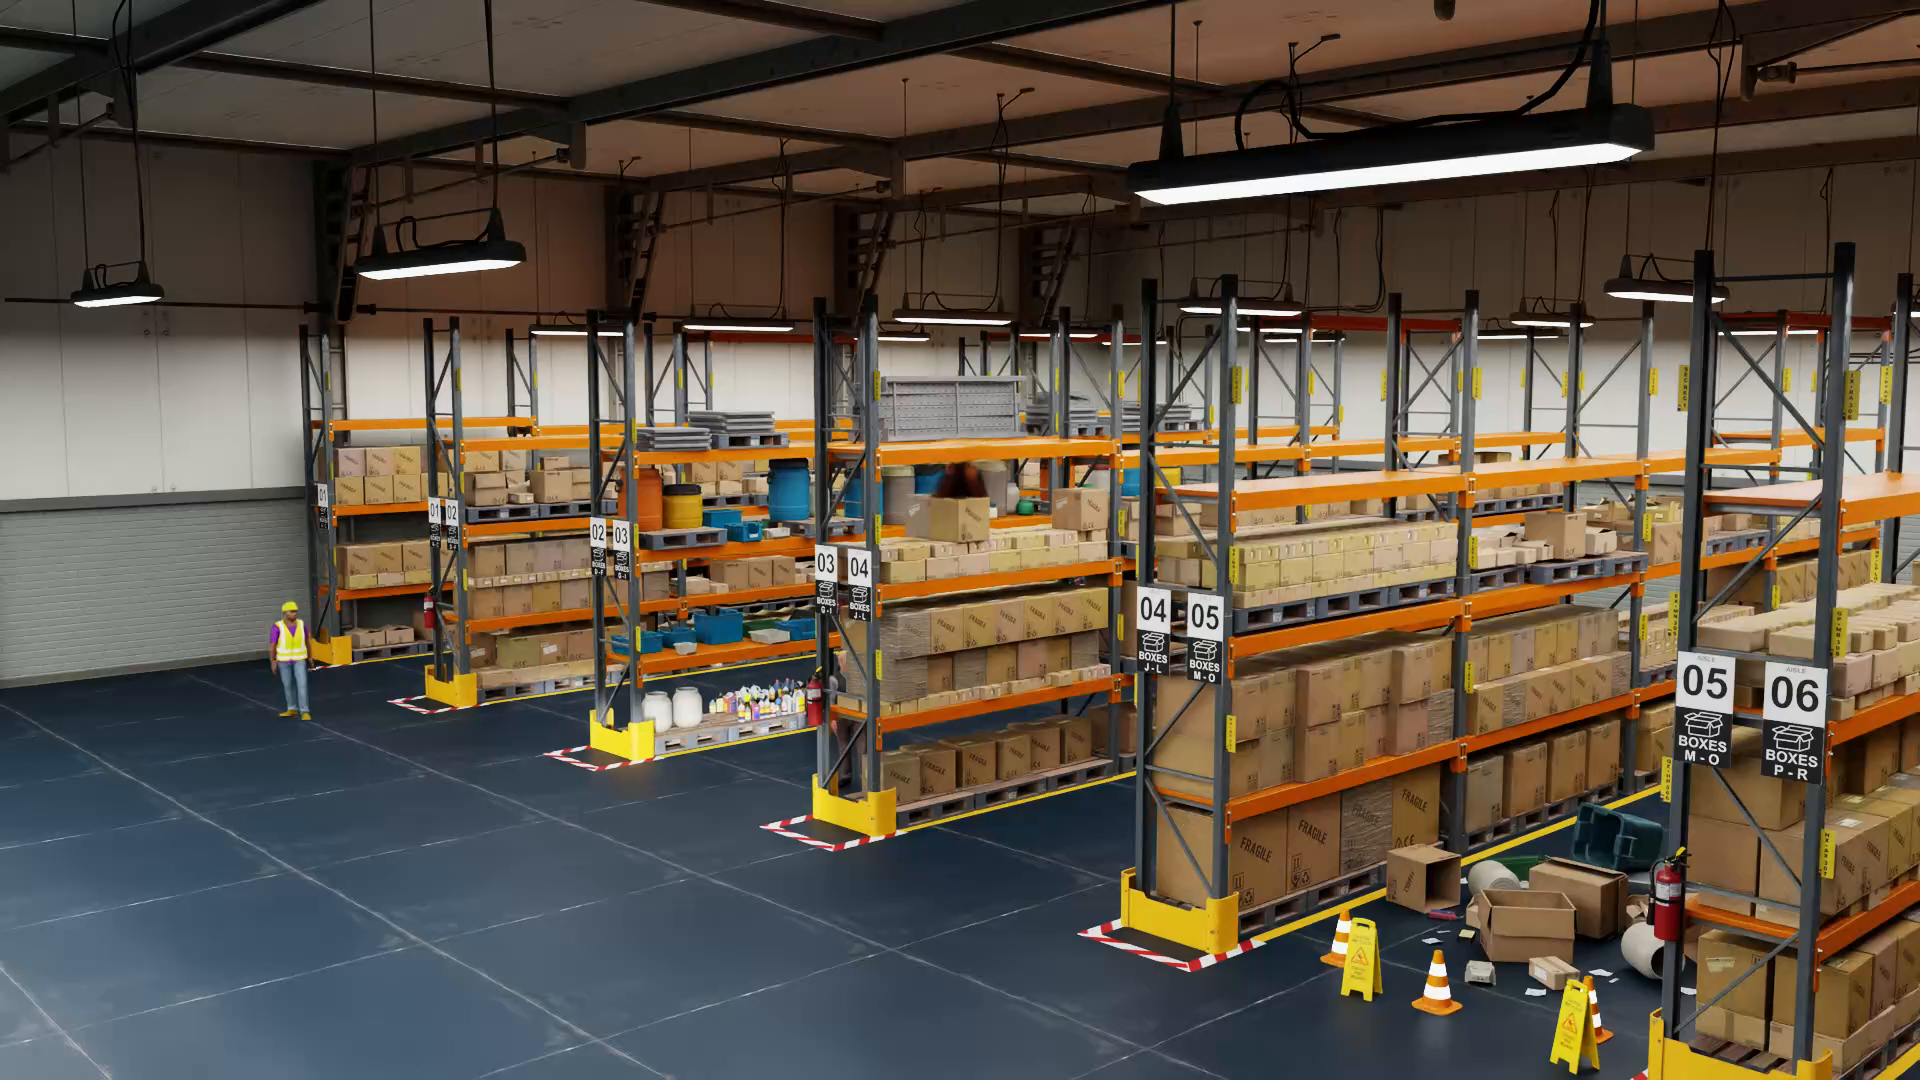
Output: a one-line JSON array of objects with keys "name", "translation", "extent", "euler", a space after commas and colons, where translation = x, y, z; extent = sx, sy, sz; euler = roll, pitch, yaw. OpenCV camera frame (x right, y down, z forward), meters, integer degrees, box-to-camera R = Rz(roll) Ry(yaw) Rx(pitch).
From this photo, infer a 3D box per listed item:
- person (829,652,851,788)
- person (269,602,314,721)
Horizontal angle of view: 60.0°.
[{"name": "person", "translation": [-1.330, 2.246, 20.583], "extent": [0.609, 1.705, 0.572], "euler": [-1, 6, -11]}, {"name": "person", "translation": [-9.943, 1.799, 24.744], "extent": [0.595, 1.761, 0.644], "euler": [-2, 6, -18]}]
